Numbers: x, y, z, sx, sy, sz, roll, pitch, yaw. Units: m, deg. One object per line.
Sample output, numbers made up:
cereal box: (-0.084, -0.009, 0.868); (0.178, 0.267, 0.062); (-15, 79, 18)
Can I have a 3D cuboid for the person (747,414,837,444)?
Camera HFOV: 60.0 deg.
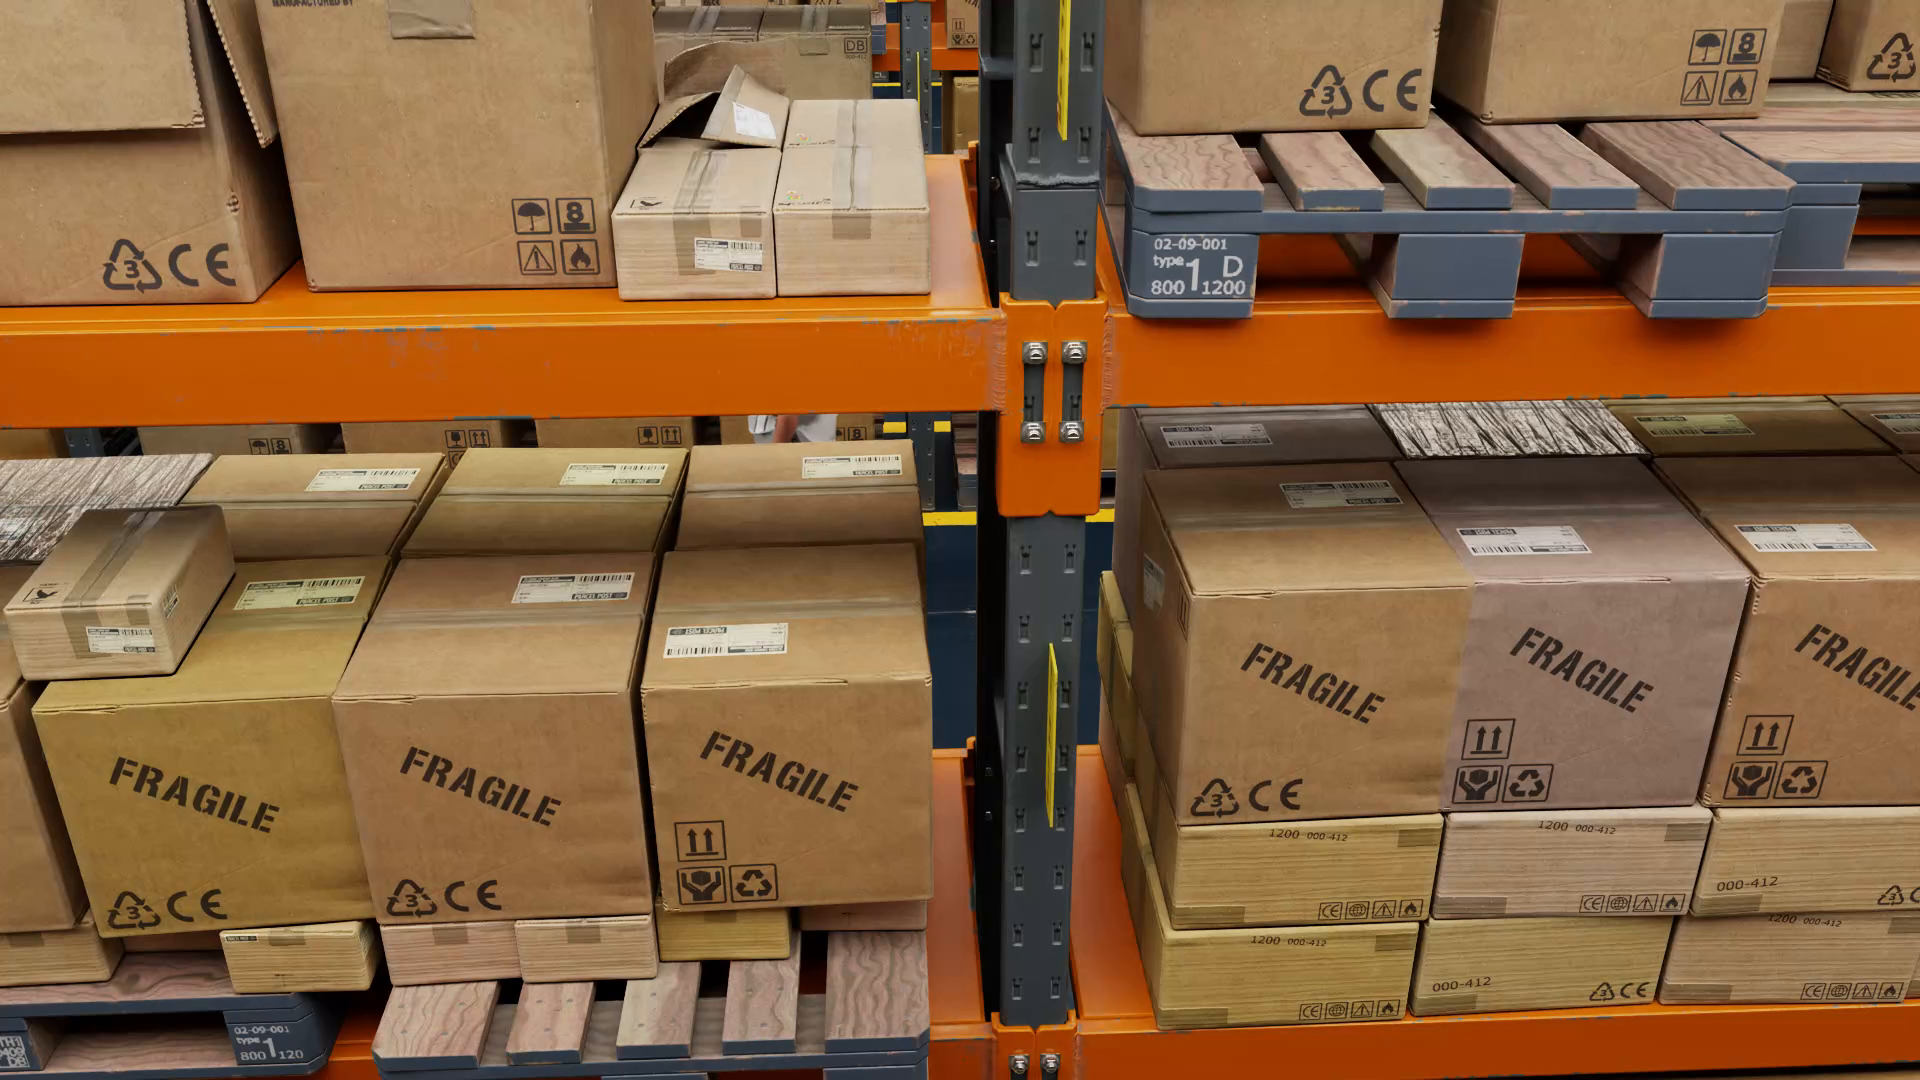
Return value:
person: (-0.730, -0.460, 6.997); (0.427, 1.751, 0.604); (-3, 27, -5)
